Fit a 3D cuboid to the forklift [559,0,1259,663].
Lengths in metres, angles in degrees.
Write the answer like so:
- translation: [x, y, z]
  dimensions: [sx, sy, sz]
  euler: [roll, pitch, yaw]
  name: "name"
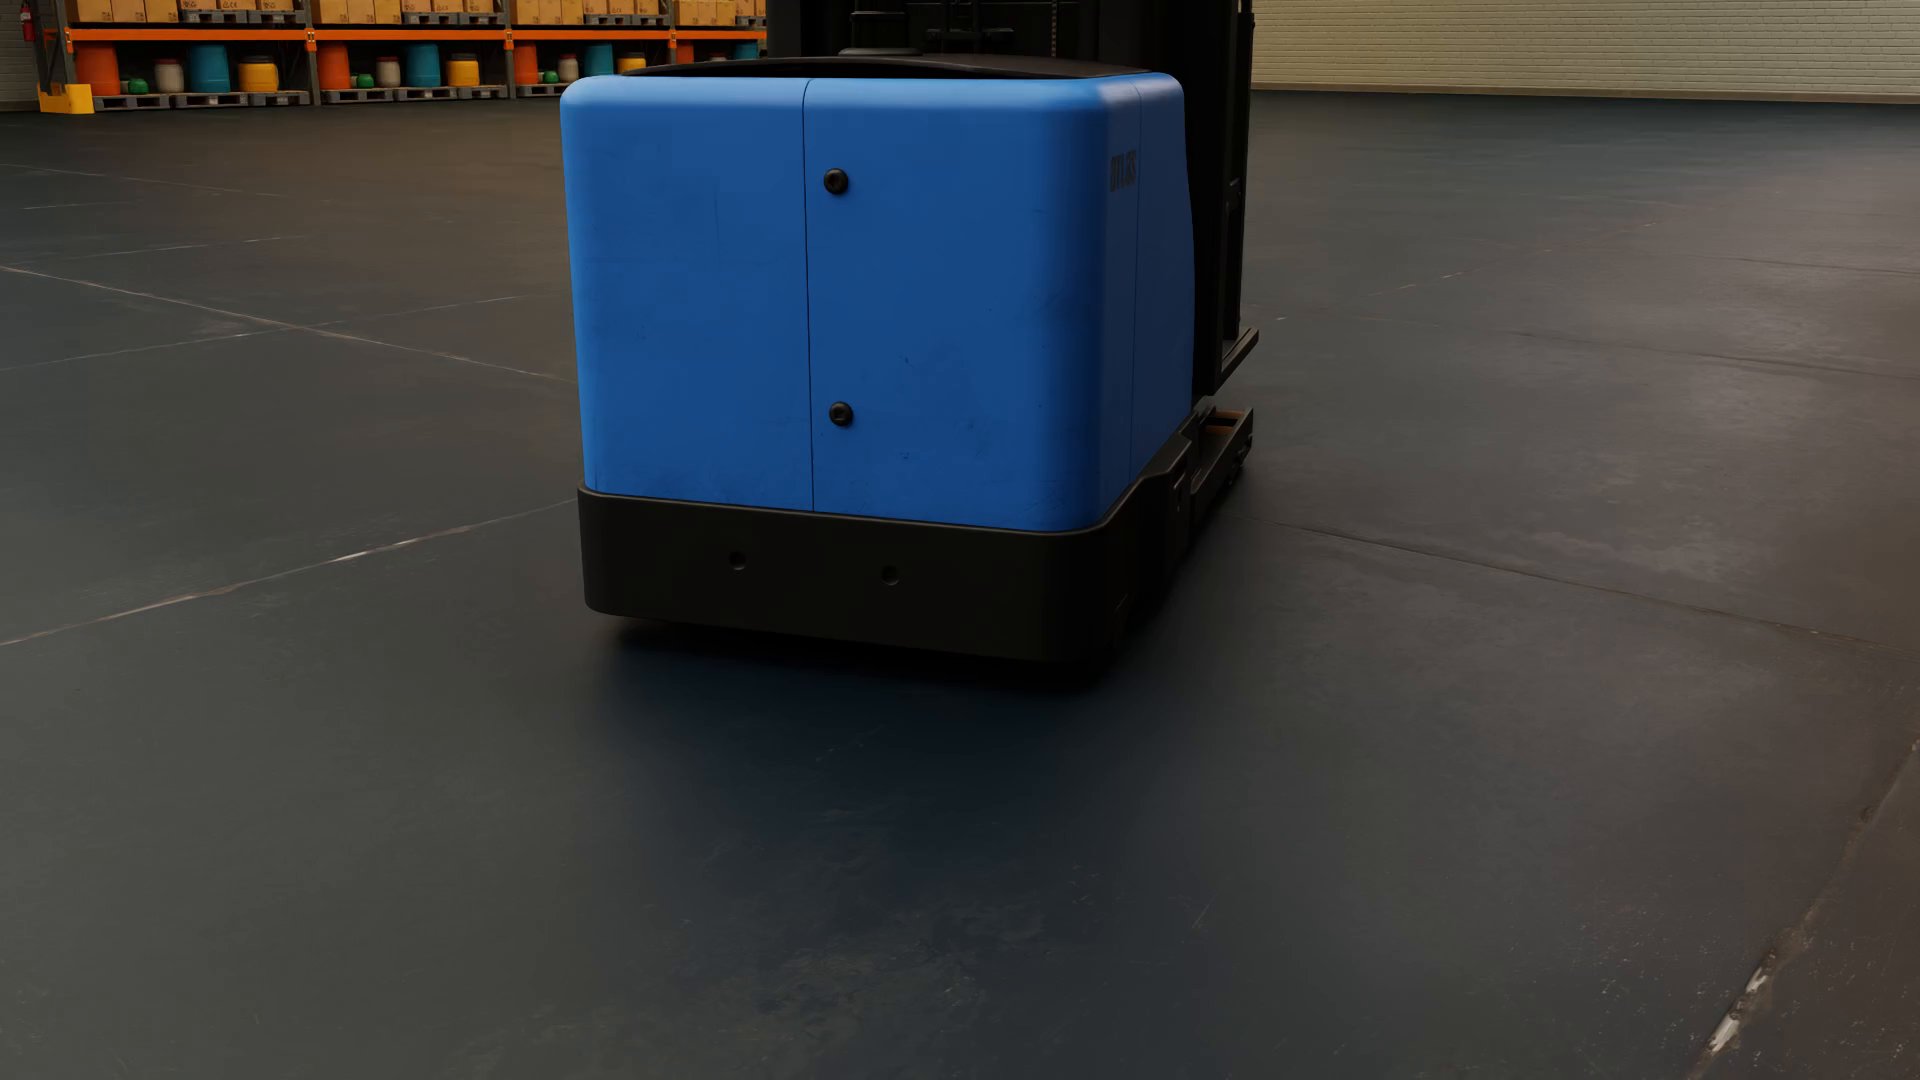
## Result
- translation: [0.182, -1.571, 4.072]
  dimensions: [1.130, 2.935, 3.031]
  euler: [5, 18, 17]
  name: "forklift"
